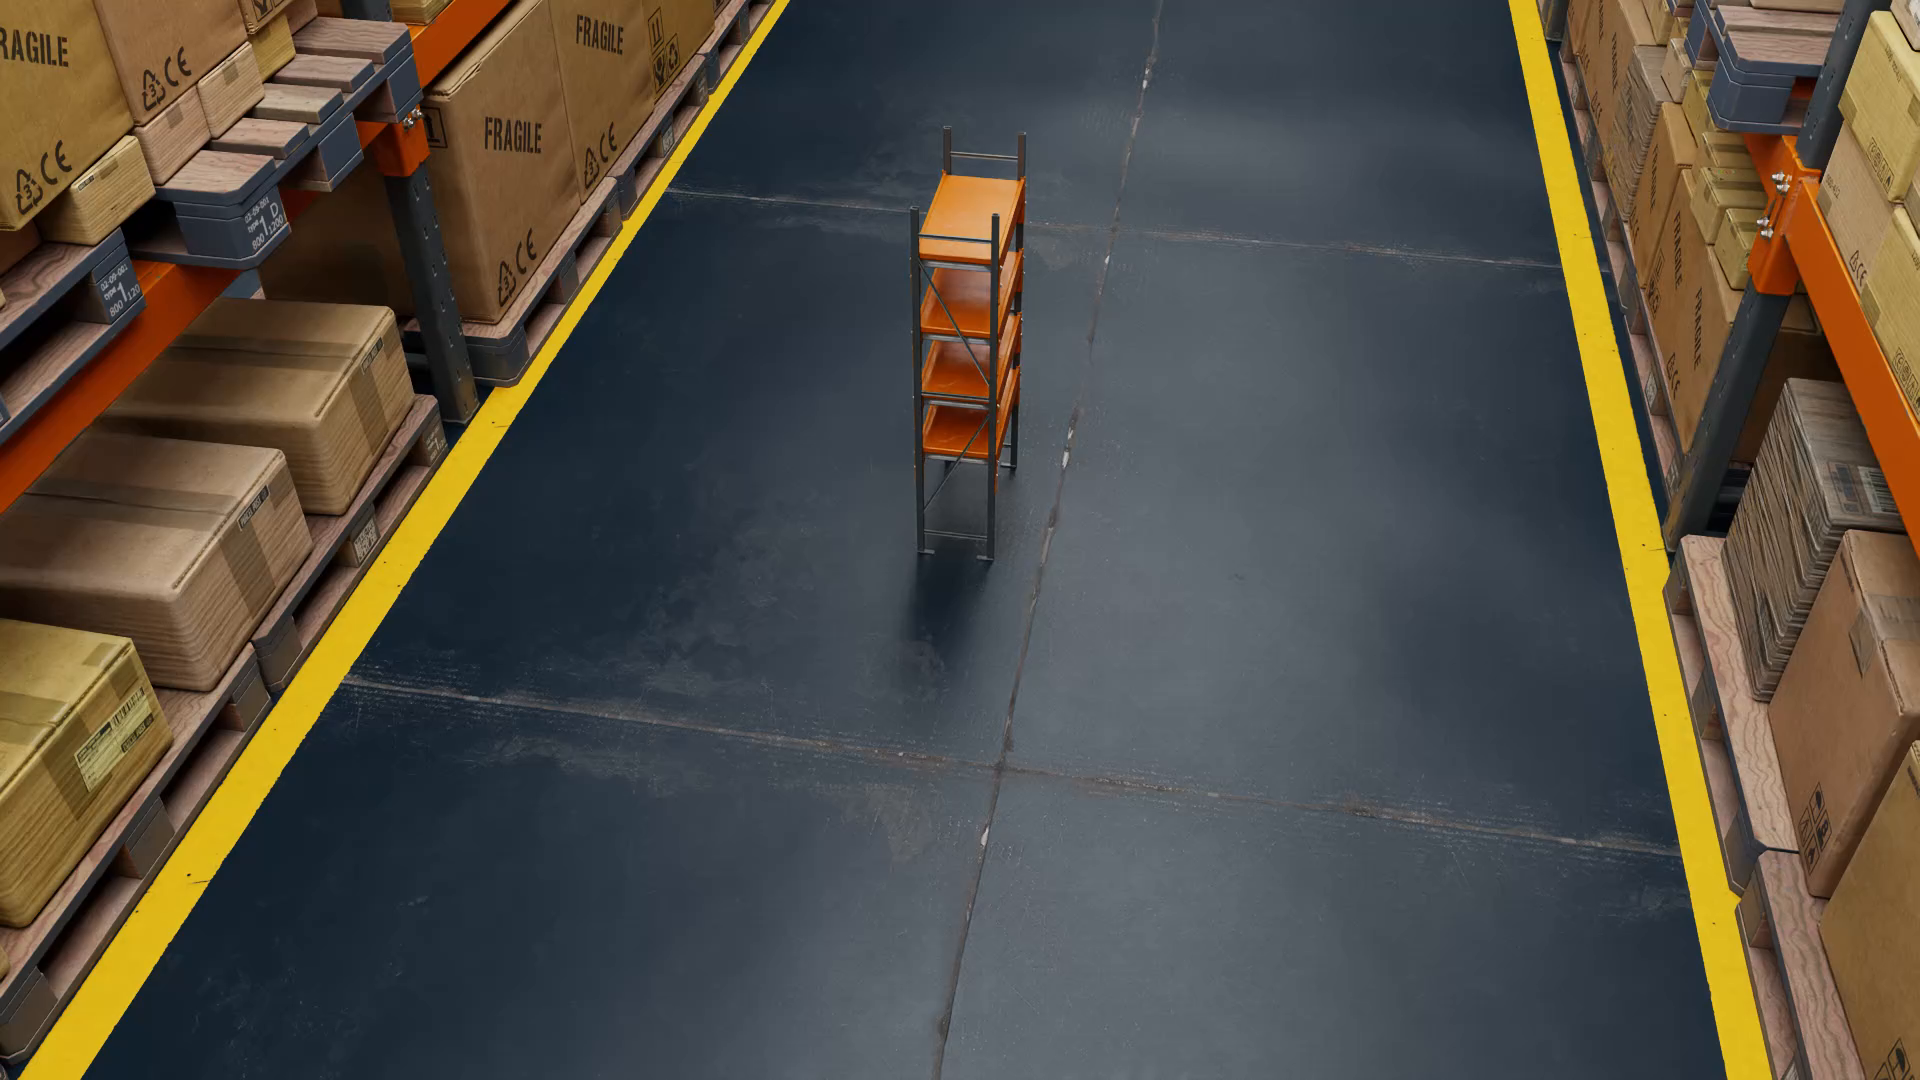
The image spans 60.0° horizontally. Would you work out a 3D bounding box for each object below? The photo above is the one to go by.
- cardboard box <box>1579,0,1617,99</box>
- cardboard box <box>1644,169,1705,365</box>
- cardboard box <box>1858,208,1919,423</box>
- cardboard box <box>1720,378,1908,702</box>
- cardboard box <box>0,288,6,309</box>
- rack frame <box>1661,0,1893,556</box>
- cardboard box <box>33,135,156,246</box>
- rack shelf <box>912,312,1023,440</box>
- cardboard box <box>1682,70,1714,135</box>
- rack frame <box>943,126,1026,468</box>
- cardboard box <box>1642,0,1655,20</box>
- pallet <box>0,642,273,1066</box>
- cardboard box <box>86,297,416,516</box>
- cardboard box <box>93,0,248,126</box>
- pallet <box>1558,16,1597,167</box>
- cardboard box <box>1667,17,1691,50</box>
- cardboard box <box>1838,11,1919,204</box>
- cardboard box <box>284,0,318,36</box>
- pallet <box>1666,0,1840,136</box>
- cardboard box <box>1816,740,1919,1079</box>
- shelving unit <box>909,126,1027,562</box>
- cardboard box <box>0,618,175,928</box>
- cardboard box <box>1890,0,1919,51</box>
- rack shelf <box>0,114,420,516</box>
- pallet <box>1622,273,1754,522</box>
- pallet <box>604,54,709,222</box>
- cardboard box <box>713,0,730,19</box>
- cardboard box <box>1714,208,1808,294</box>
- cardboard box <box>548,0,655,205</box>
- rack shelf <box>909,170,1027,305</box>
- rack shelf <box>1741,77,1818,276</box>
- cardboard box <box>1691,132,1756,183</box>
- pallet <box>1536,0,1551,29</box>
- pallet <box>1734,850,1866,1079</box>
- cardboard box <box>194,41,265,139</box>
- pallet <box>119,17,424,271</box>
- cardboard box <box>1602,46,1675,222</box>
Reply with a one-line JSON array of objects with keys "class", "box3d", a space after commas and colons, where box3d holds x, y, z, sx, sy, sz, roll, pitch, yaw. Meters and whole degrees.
[{"class": "cardboard box", "box3d": [3.015, -2.189, 7.175, 0.500, 0.500, 0.500, 6, 40, 7]}, {"class": "cardboard box", "box3d": [2.669, -0.894, 5.610, 0.500, 0.500, 0.500, 6, 40, 7]}, {"class": "cardboard box", "box3d": [2.301, -0.469, 3.581, 0.500, 0.250, 0.500, 6, 40, 7]}, {"class": "cardboard box", "box3d": [2.589, 0.050, 4.370, 0.875, 0.625, 0.625, 8, 40, 9]}, {"class": "cardboard box", "box3d": [-2.194, -0.491, 3.357, 0.380, 0.149, 0.250, 5, 40, 6]}, {"class": "rack frame", "box3d": [2.710, -1.094, 4.219, 1.000, 3.000, 0.127, 6, 40, 8]}, {"class": "cardboard box", "box3d": [-2.064, -0.801, 3.733, 0.380, 0.149, 0.250, 7, 40, 8]}, {"class": "rack shelf", "box3d": [0.029, -0.514, 5.036, 0.258, 0.148, 0.480, 6, 40, 8]}, {"class": "cardboard box", "box3d": [2.785, -1.532, 5.873, 0.380, 0.149, 0.250, 6, 40, 7]}, {"class": "rack frame", "box3d": [0.071, -0.719, 5.179, 0.240, 1.200, 0.015, 6, 40, 8]}, {"class": "cardboard box", "box3d": [2.960, -2.186, 6.663, 0.380, 0.149, 0.250, 6, 40, 8]}, {"class": "pallet", "box3d": [-2.529, 0.690, 4.250, 1.003, 0.211, 1.213, 6, 40, 8]}, {"class": "cardboard box", "box3d": [-2.287, -0.434, 5.154, 0.950, 0.372, 0.625, 4, 40, 5]}, {"class": "cardboard box", "box3d": [-2.063, -1.312, 3.842, 0.500, 0.500, 0.500, 6, 40, 7]}, {"class": "pallet", "box3d": [3.299, -2.015, 7.521, 1.003, 0.211, 1.213, 6, 40, 8]}, {"class": "cardboard box", "box3d": [2.896, -1.858, 6.266, 0.380, 0.149, 0.250, 7, 40, 8]}, {"class": "cardboard box", "box3d": [2.368, -0.980, 3.806, 0.500, 0.250, 0.500, 6, 40, 8]}, {"class": "cardboard box", "box3d": [-2.004, -1.472, 4.544, 0.380, 0.149, 0.250, 8, 40, 9]}, {"class": "pallet", "box3d": [2.759, -1.453, 4.804, 1.213, 0.211, 1.003, 6, 40, 8]}, {"class": "cardboard box", "box3d": [2.367, 0.883, 3.362, 0.875, 0.625, 0.625, 5, 40, 6]}, {"class": "shelving unit", "box3d": [0.029, -0.566, 4.993, 0.258, 1.200, 0.503, 6, 40, 8]}, {"class": "cardboard box", "box3d": [-2.543, 0.505, 4.018, 0.950, 0.372, 0.625, 8, 40, 9]}, {"class": "cardboard box", "box3d": [2.365, -1.215, 3.778, 0.380, 0.149, 0.250, 8, 40, 9]}, {"class": "rack shelf", "box3d": [-2.525, -0.106, 3.589, 1.077, 0.370, 4.000, 6, 40, 8]}, {"class": "pallet", "box3d": [2.877, -0.483, 5.669, 1.003, 0.211, 1.213, 6, 40, 8]}, {"class": "pallet", "box3d": [-1.755, -1.814, 7.278, 1.003, 0.211, 1.213, 6, 40, 8]}, {"class": "cardboard box", "box3d": [-1.515, -3.094, 7.976, 0.875, 0.875, 0.875, 8, 40, 9]}, {"class": "cardboard box", "box3d": [2.546, -0.880, 5.083, 0.380, 0.149, 0.250, 5, 40, 5]}, {"class": "cardboard box", "box3d": [-1.819, -1.965, 6.611, 0.875, 0.875, 0.875, 7, 40, 8]}, {"class": "rack shelf", "box3d": [0.029, -0.869, 4.743, 0.258, 0.148, 0.480, 6, 40, 8]}, {"class": "rack shelf", "box3d": [3.057, -2.072, 5.966, 1.077, 0.370, 4.000, 6, 40, 8]}, {"class": "cardboard box", "box3d": [2.652, -1.215, 5.489, 0.380, 0.149, 0.250, 5, 40, 6]}, {"class": "pallet", "box3d": [3.522, -2.960, 8.665, 1.003, 0.211, 1.213, 6, 40, 8]}, {"class": "pallet", "box3d": [2.316, 1.257, 3.564, 1.003, 0.211, 1.213, 6, 40, 8]}, {"class": "cardboard box", "box3d": [-1.979, -1.133, 4.134, 0.380, 0.149, 0.250, 6, 40, 7]}, {"class": "pallet", "box3d": [-2.197, -1.106, 4.384, 1.213, 0.211, 1.003, 6, 40, 8]}, {"class": "cardboard box", "box3d": [2.828, -1.551, 6.404, 0.500, 0.500, 0.500, 5, 40, 6]}]
